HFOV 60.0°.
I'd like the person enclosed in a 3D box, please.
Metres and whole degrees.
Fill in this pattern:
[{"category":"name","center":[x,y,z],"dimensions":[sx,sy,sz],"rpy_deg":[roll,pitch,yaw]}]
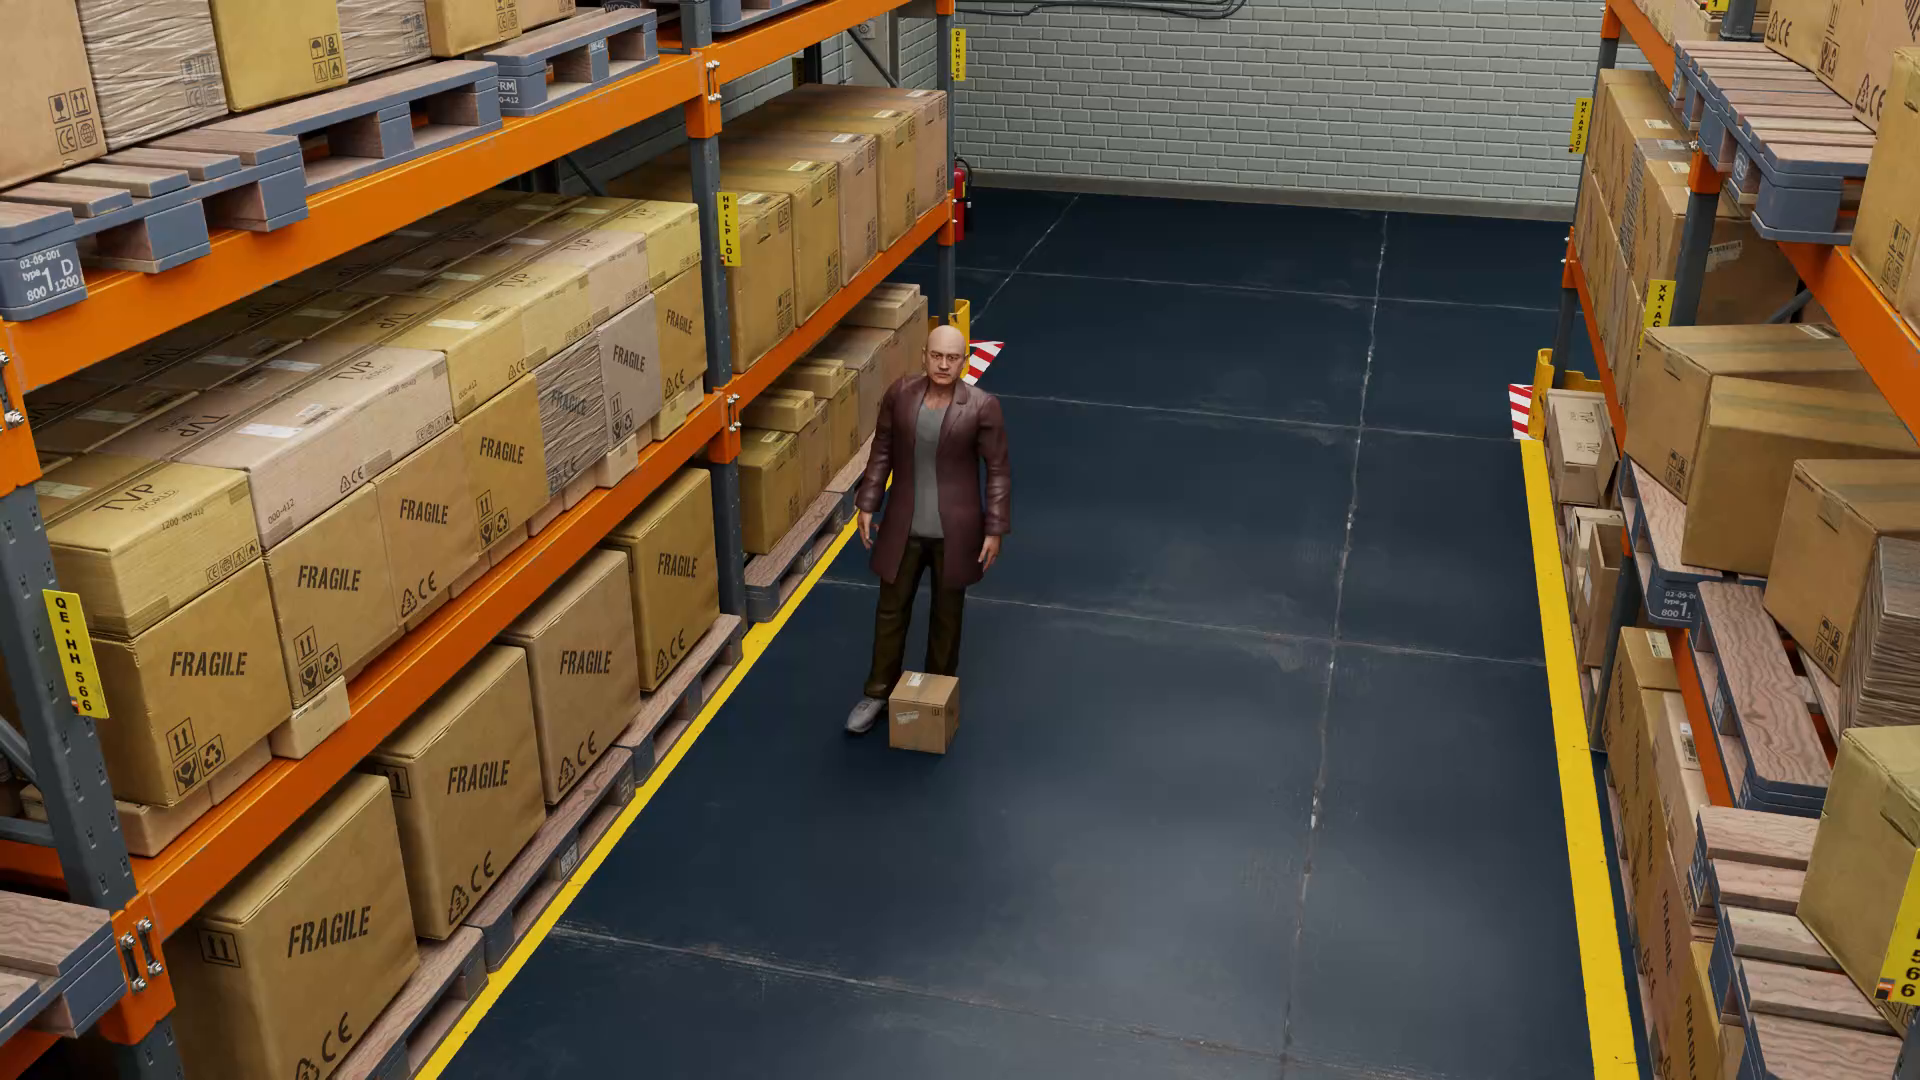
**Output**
[{"category":"person","center":[-0.140,-0.022,7.149],"dimensions":[0.698,1.778,0.580],"rpy_deg":[6,26,14]}]
